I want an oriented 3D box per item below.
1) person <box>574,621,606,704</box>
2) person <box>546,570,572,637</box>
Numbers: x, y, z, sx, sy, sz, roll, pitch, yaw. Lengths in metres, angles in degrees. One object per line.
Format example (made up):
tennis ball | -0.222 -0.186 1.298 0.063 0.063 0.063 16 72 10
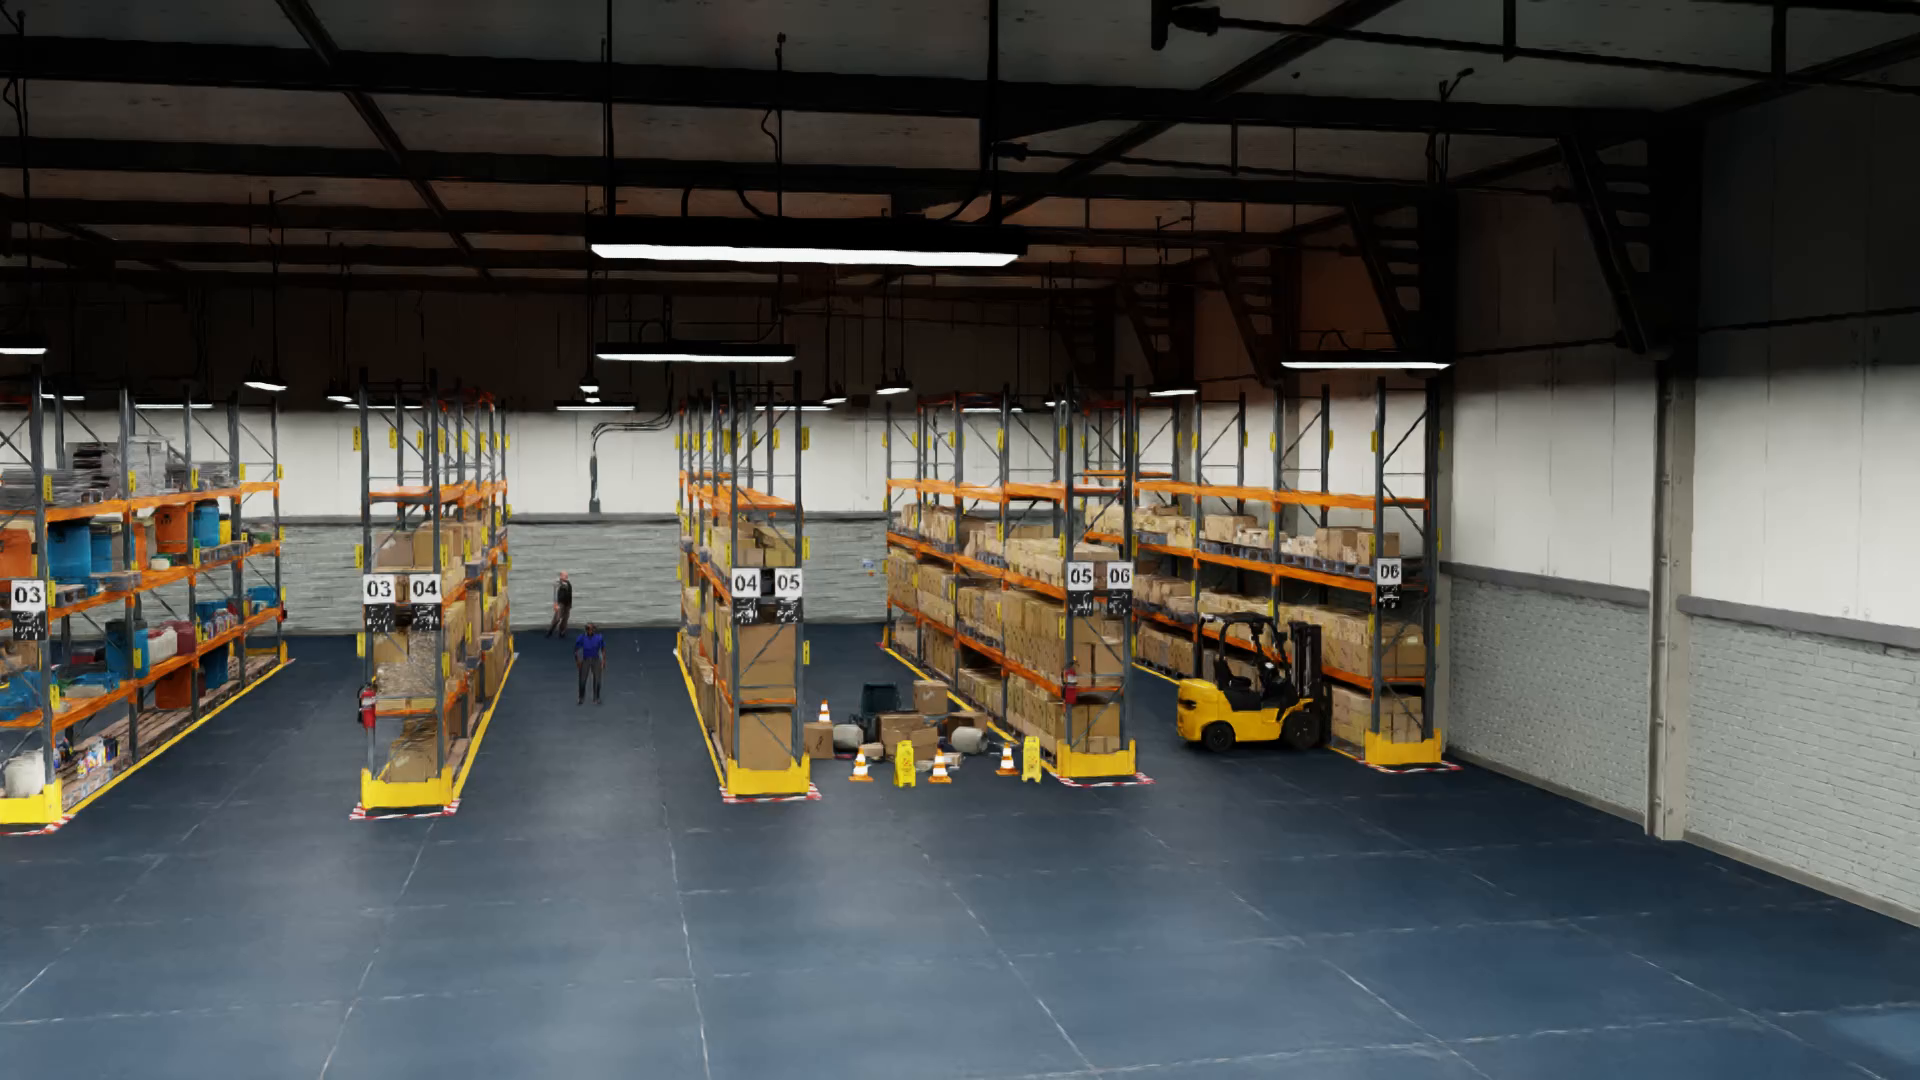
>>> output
person | -7.023 2.328 31.590 0.593 1.603 0.509 -1 4 -15
person | -10.187 1.626 42.279 0.509 1.711 0.689 3 4 37
